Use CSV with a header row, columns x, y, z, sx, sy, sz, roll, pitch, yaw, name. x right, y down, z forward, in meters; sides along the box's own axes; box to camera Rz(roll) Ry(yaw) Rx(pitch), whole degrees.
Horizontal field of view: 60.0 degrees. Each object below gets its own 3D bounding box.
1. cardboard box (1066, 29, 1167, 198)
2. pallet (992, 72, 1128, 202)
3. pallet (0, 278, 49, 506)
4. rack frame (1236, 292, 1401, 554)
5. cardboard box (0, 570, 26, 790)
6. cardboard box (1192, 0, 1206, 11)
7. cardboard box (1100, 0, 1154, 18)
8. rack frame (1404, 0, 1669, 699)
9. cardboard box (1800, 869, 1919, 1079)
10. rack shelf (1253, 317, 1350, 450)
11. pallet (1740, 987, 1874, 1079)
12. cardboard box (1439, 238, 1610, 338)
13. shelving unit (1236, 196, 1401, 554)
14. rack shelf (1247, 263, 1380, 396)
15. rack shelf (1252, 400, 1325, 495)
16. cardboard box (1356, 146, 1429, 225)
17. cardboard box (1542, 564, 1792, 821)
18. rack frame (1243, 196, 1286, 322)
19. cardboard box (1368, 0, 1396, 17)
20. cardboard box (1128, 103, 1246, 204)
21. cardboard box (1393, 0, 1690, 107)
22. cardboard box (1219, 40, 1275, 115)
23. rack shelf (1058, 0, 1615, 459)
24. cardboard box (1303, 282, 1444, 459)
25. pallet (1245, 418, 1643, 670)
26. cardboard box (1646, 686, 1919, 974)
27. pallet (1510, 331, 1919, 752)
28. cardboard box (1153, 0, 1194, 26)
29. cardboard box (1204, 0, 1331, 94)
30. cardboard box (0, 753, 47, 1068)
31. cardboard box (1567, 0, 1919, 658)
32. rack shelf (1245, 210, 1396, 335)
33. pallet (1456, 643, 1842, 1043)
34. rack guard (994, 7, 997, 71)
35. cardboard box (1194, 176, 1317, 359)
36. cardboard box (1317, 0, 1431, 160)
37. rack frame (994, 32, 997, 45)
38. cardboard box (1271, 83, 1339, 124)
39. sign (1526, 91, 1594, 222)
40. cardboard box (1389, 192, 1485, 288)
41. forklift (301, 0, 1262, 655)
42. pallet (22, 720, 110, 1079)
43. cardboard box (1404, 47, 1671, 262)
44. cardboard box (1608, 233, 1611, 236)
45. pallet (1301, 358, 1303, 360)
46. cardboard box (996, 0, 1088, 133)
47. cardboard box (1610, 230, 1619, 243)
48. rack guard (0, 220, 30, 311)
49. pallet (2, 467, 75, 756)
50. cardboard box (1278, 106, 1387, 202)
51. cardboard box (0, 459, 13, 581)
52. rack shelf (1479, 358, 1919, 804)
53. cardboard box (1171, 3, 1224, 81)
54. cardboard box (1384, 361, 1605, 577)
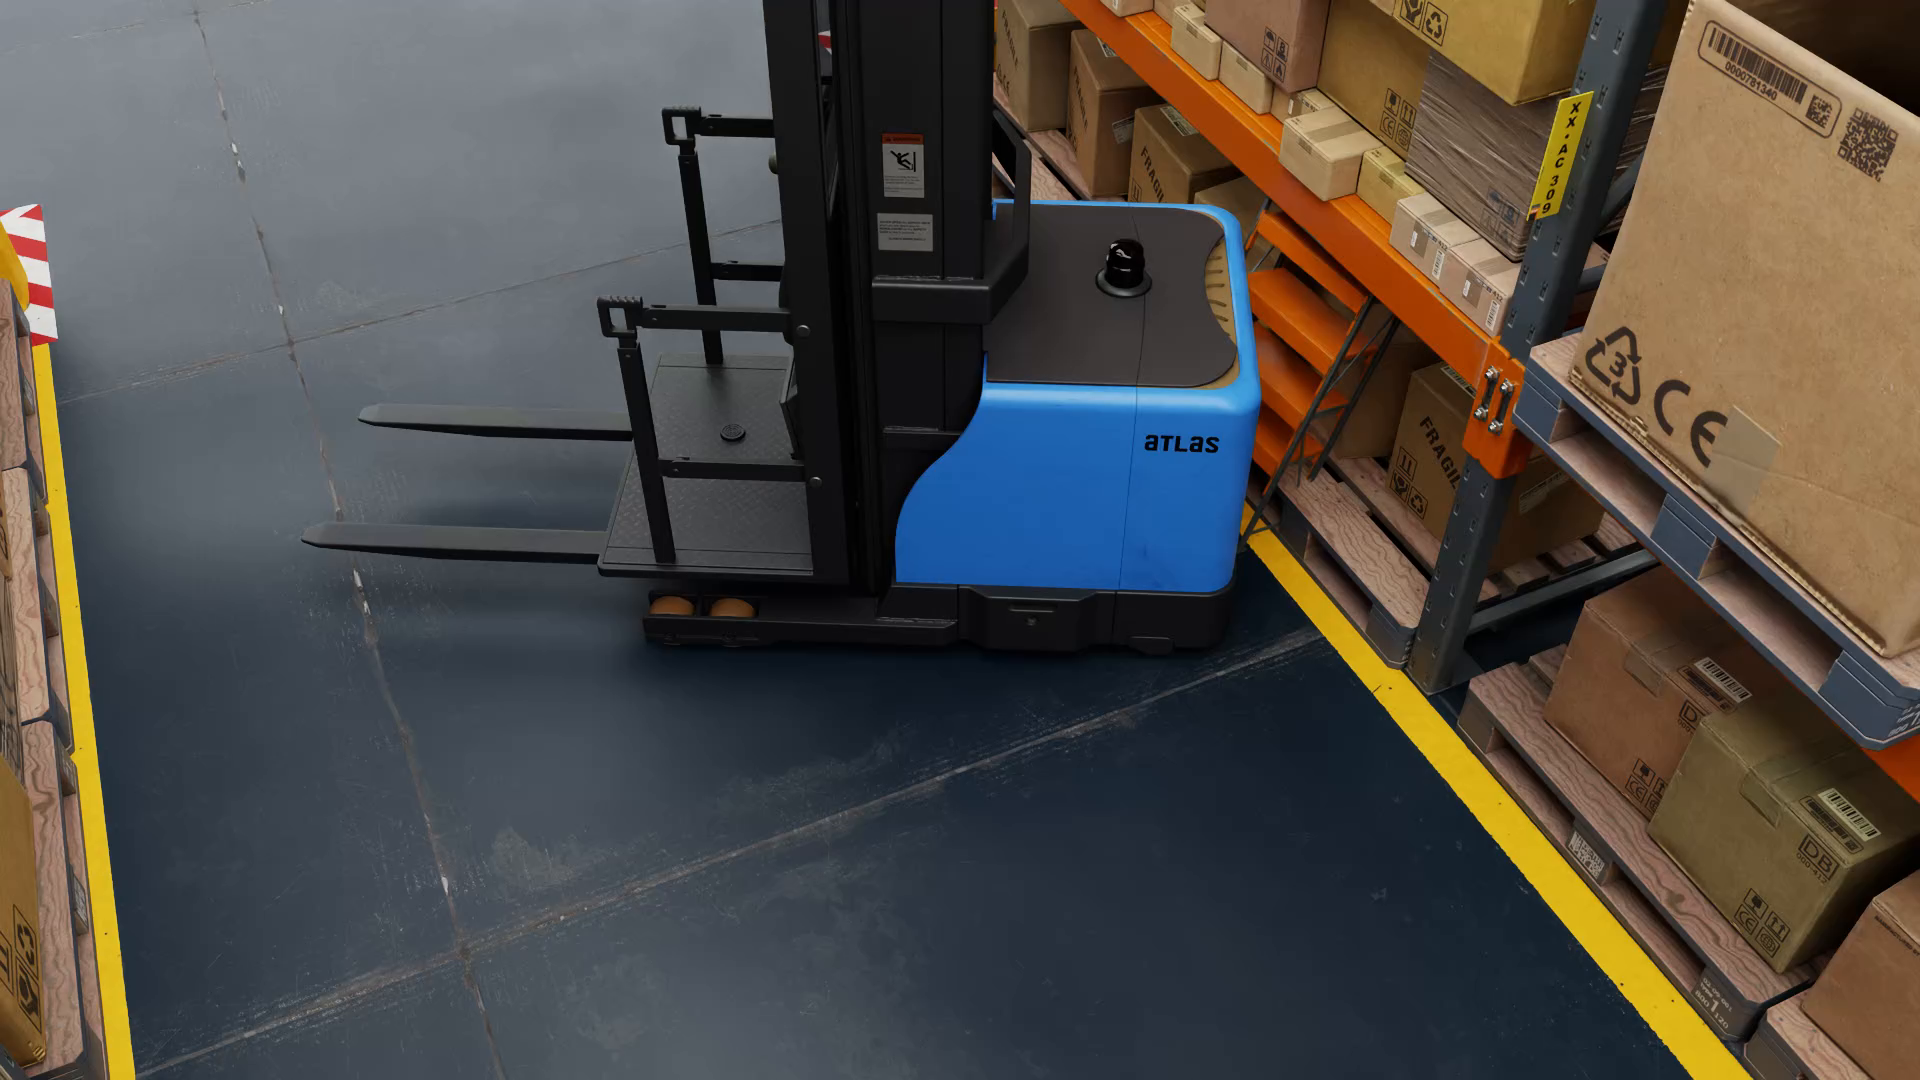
x,y,z,sx,sy,sz,roll,pitch,yaw,name
0.748,-1.790,6.909,0.500,0.500,0.500,-7,45,-7,cardboard box
0.560,-1.735,7.358,1.003,0.211,1.213,-18,47,-17,pallet
-3.917,-0.425,6.030,1.003,0.211,1.213,-18,47,-17,pallet
1.202,-0.420,5.388,0.240,1.200,0.015,-16,51,-37,rack frame
-3.226,0.257,4.567,0.875,0.875,0.875,-18,47,-17,cardboard box
1.114,-2.150,5.511,0.875,0.500,0.500,-18,47,-17,cardboard box
0.664,-1.978,5.798,0.380,0.149,0.250,-18,47,-17,cardboard box
1.900,-0.755,4.380,1.000,3.000,0.127,-18,47,-17,rack frame
2.558,1.042,4.025,0.700,0.500,0.500,-22,49,-21,cardboard box
1.042,-0.529,5.552,0.258,0.148,0.480,-16,51,-37,rack shelf
2.746,1.512,4.068,1.003,0.211,1.213,-18,47,-17,pallet
1.543,-0.716,4.519,0.380,0.149,0.250,-18,47,-17,cardboard box
1.061,-0.578,5.510,0.258,1.200,0.503,-16,51,-37,shelving unit
1.105,-0.692,5.413,0.258,0.148,0.480,-16,51,-37,rack shelf
0.987,-0.383,5.676,0.258,0.148,0.480,-16,51,-37,rack shelf
1.396,-1.055,4.862,0.380,0.149,0.250,-18,47,-17,cardboard box
2.139,0.376,4.700,0.700,0.500,0.500,-22,49,-20,cardboard box
0.920,-0.735,5.632,0.240,1.200,0.015,-16,51,-37,rack frame
1.250,-1.776,4.420,0.500,0.500,0.500,-18,47,-17,cardboard box
0.994,-1.386,6.499,0.500,0.500,0.500,-14,46,-14,cardboard box
1.461,-1.458,4.097,0.500,0.500,0.500,-18,47,-17,cardboard box
1.062,-1.527,5.341,0.380,0.149,0.250,-18,47,-17,cardboard box
1.059,-1.774,5.924,1.077,0.370,4.000,-18,47,-17,rack shelf
1.520,-0.644,5.748,0.500,0.500,0.500,-5,45,-5,cardboard box
1.586,-0.180,5.782,1.003,0.211,1.213,-18,47,-17,pallet
2.322,0.685,4.386,0.700,0.500,0.500,-18,47,-18,cardboard box
2.089,-0.157,3.910,1.003,0.211,1.213,-18,47,-17,pallet
0.890,-1.858,5.676,0.380,0.149,0.250,-18,47,-17,cardboard box
1.287,-1.819,5.175,0.875,0.500,0.500,-18,47,-17,cardboard box
-2.844,0.831,3.986,0.875,0.875,0.875,-17,47,-17,cardboard box
2.107,-0.570,3.466,1.000,1.000,1.000,-18,47,-17,cardboard box
1.171,-0.865,5.265,0.258,0.148,0.480,-16,51,-37,rack shelf
2.229,0.733,4.857,1.003,0.211,1.213,-18,47,-17,pallet
0.250,-2.366,7.792,1.175,0.500,0.348,-18,47,-17,rack guard
1.188,-1.017,6.125,0.500,0.500,0.500,-22,49,-21,cardboard box
1.589,-1.531,4.883,0.875,0.500,0.500,-18,47,-17,cardboard box
0.218,-3.304,6.963,1.000,3.000,0.127,-18,47,-17,rack frame
1.204,-1.380,5.191,0.380,0.149,0.250,-18,47,-17,cardboard box
1.411,-0.898,3.908,0.100,0.325,0.005,-18,47,-17,sign
1.446,-0.878,4.683,0.380,0.149,0.250,-18,47,-17,cardboard box
-0.627,-1.065,4.742,3.031,2.935,1.130,2,45,2,forklift
-2.891,1.130,4.454,1.003,0.211,1.213,-18,47,-17,pallet
1.767,-1.202,4.549,0.875,0.500,0.500,-18,47,-17,cardboard box
1.989,-1.055,4.862,0.380,0.149,0.250,-18,47,-17,cardboard box
1.069,-0.959,6.571,1.003,0.211,1.213,-18,47,-17,pallet
0.466,-2.161,7.285,0.500,0.500,0.500,-10,45,-10,cardboard box
2.083,-0.891,4.697,0.380,0.149,0.250,-18,47,-17,cardboard box
-4.335,-1.029,6.437,1.175,0.500,0.348,-18,47,-17,rack guard
-3.408,0.352,5.243,1.003,0.211,1.213,-18,47,-17,pallet
1.190,-1.181,4.991,0.380,0.149,0.250,-18,47,-17,cardboard box
-3.608,-0.324,5.157,0.875,0.875,0.875,-19,48,-18,cardboard box
2.741,0.776,3.341,1.077,0.370,4.000,-18,47,-17,rack shelf
0.926,-1.676,5.492,0.380,0.149,0.250,-18,47,-17,cardboard box
1.768,-0.281,5.380,0.500,0.500,0.500,-19,48,-19,cardboard box
